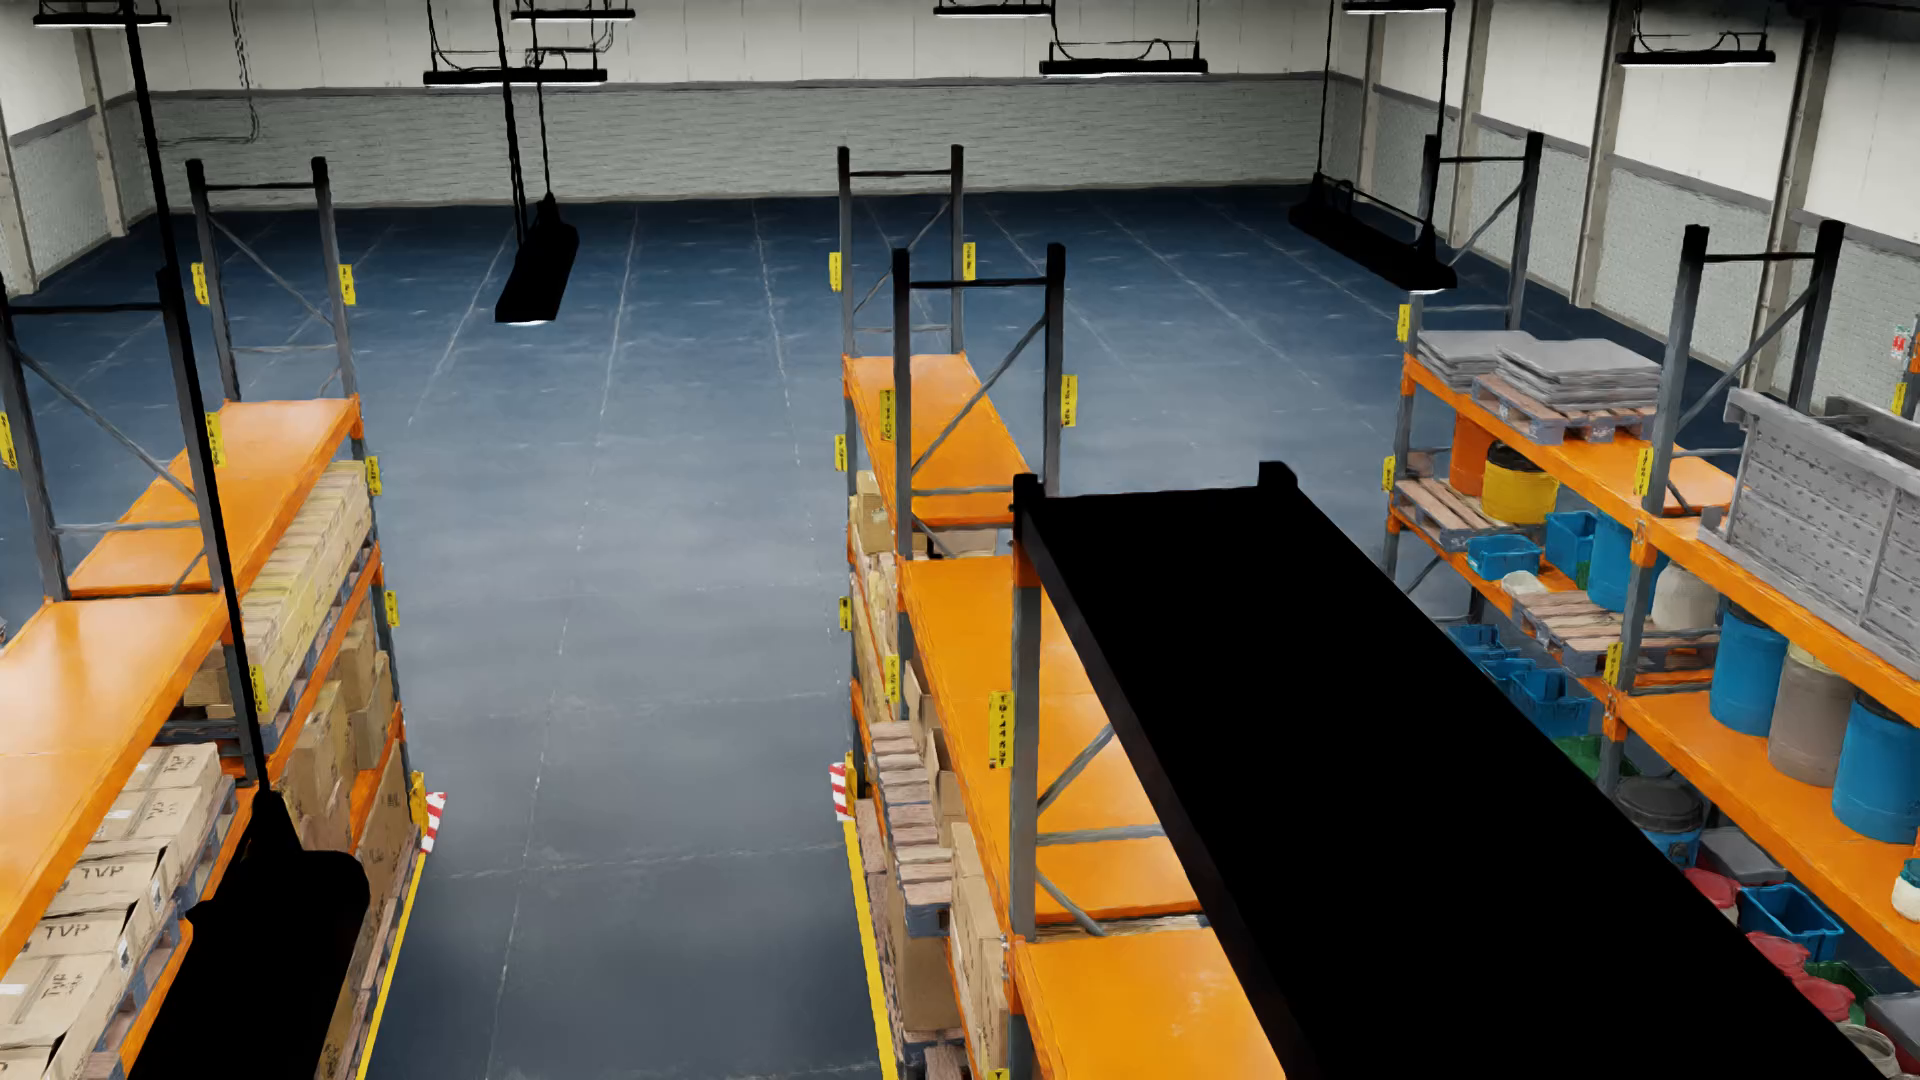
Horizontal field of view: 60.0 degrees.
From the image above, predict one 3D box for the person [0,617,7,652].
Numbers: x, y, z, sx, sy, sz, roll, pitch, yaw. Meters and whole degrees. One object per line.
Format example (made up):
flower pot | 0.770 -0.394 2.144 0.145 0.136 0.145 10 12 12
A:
person | -8.972 1.516 15.600 0.524 1.623 0.920 6 22 14
